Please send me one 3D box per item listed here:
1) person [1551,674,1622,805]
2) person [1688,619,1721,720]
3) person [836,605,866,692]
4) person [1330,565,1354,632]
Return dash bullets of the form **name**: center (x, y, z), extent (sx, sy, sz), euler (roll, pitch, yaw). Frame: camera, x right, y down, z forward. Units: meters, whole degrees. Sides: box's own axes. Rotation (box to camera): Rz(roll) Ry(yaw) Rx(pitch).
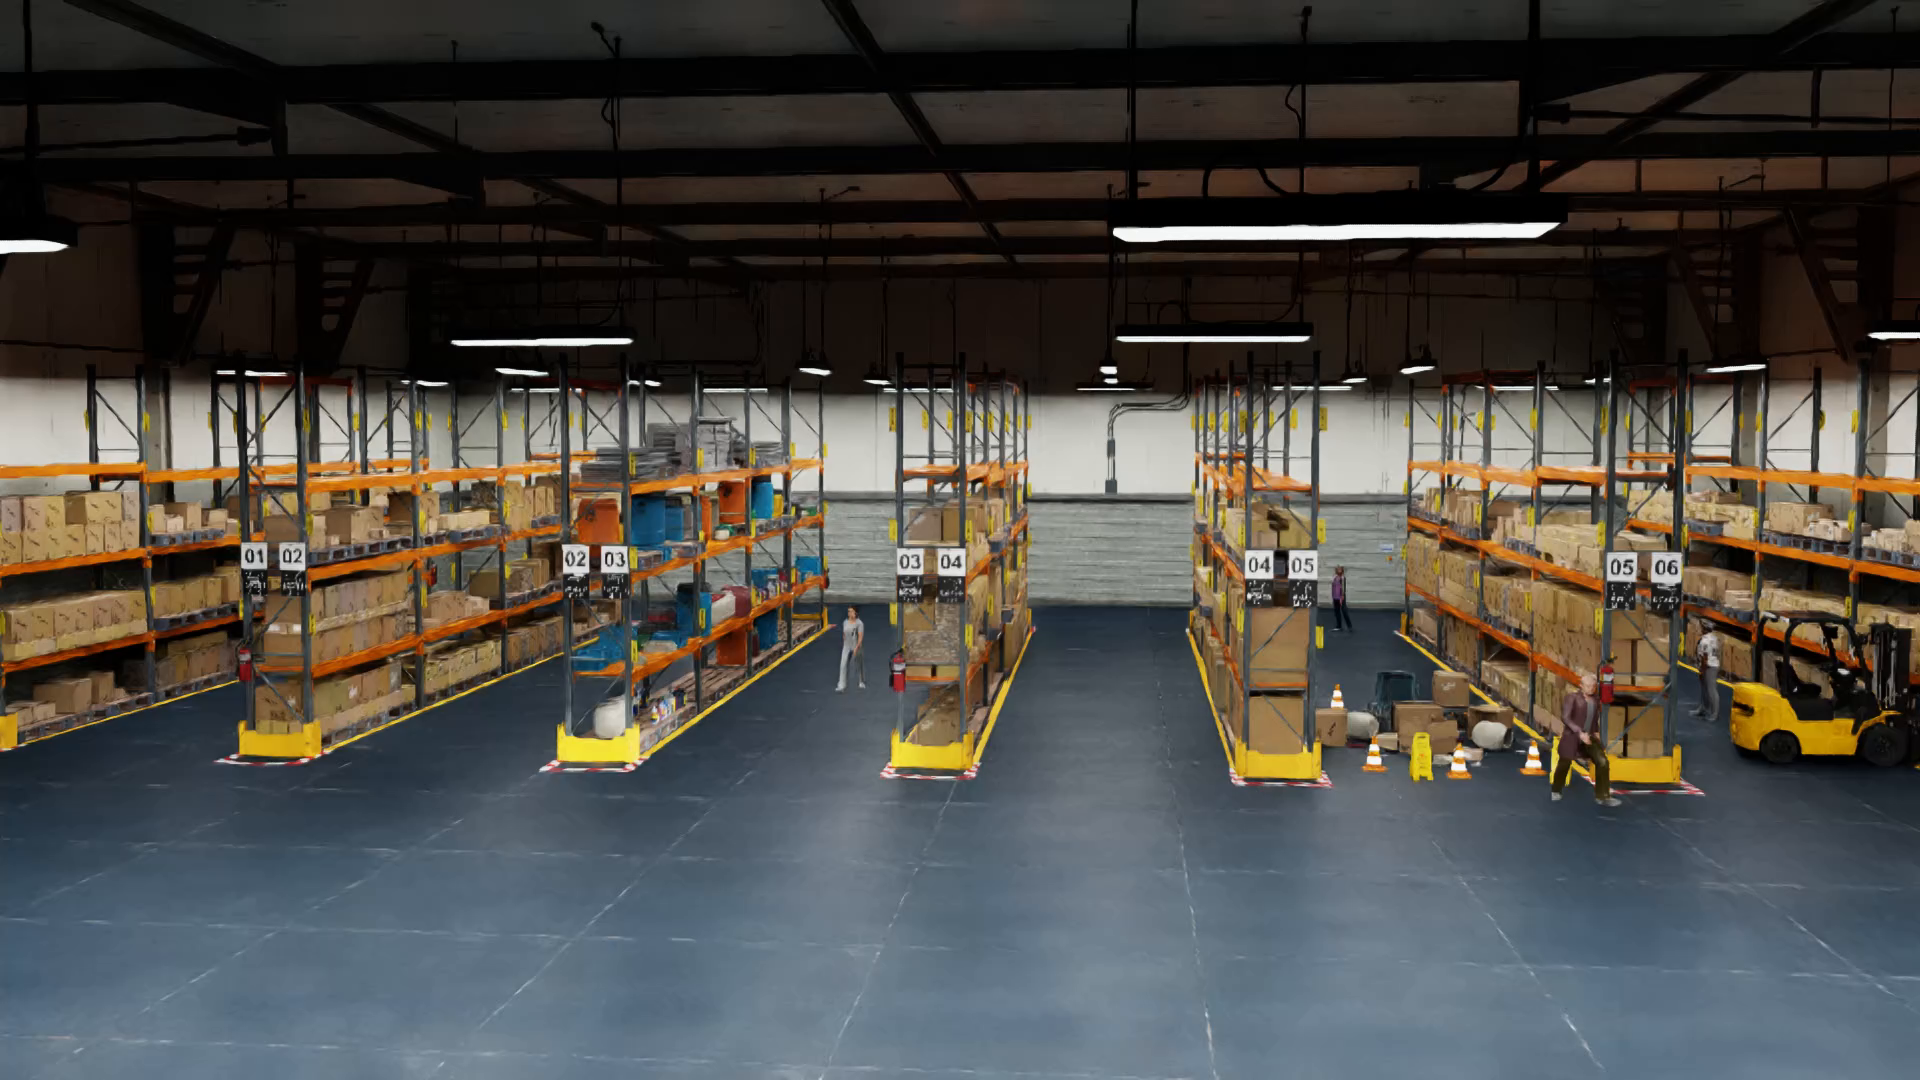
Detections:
- **person**: center (8.110, 2.593, 21.720), extent (0.728, 1.722, 0.850), euler (-1, 4, -14)
- **person**: center (12.561, 2.168, 27.995), extent (0.551, 1.665, 0.573), euler (3, 5, 34)
- **person**: center (-1.984, 1.997, 30.819), extent (0.445, 1.605, 1.017), euler (1, 4, 14)
- **person**: center (9.127, 1.397, 39.654), extent (0.431, 1.592, 0.591), euler (-1, 4, -19)
